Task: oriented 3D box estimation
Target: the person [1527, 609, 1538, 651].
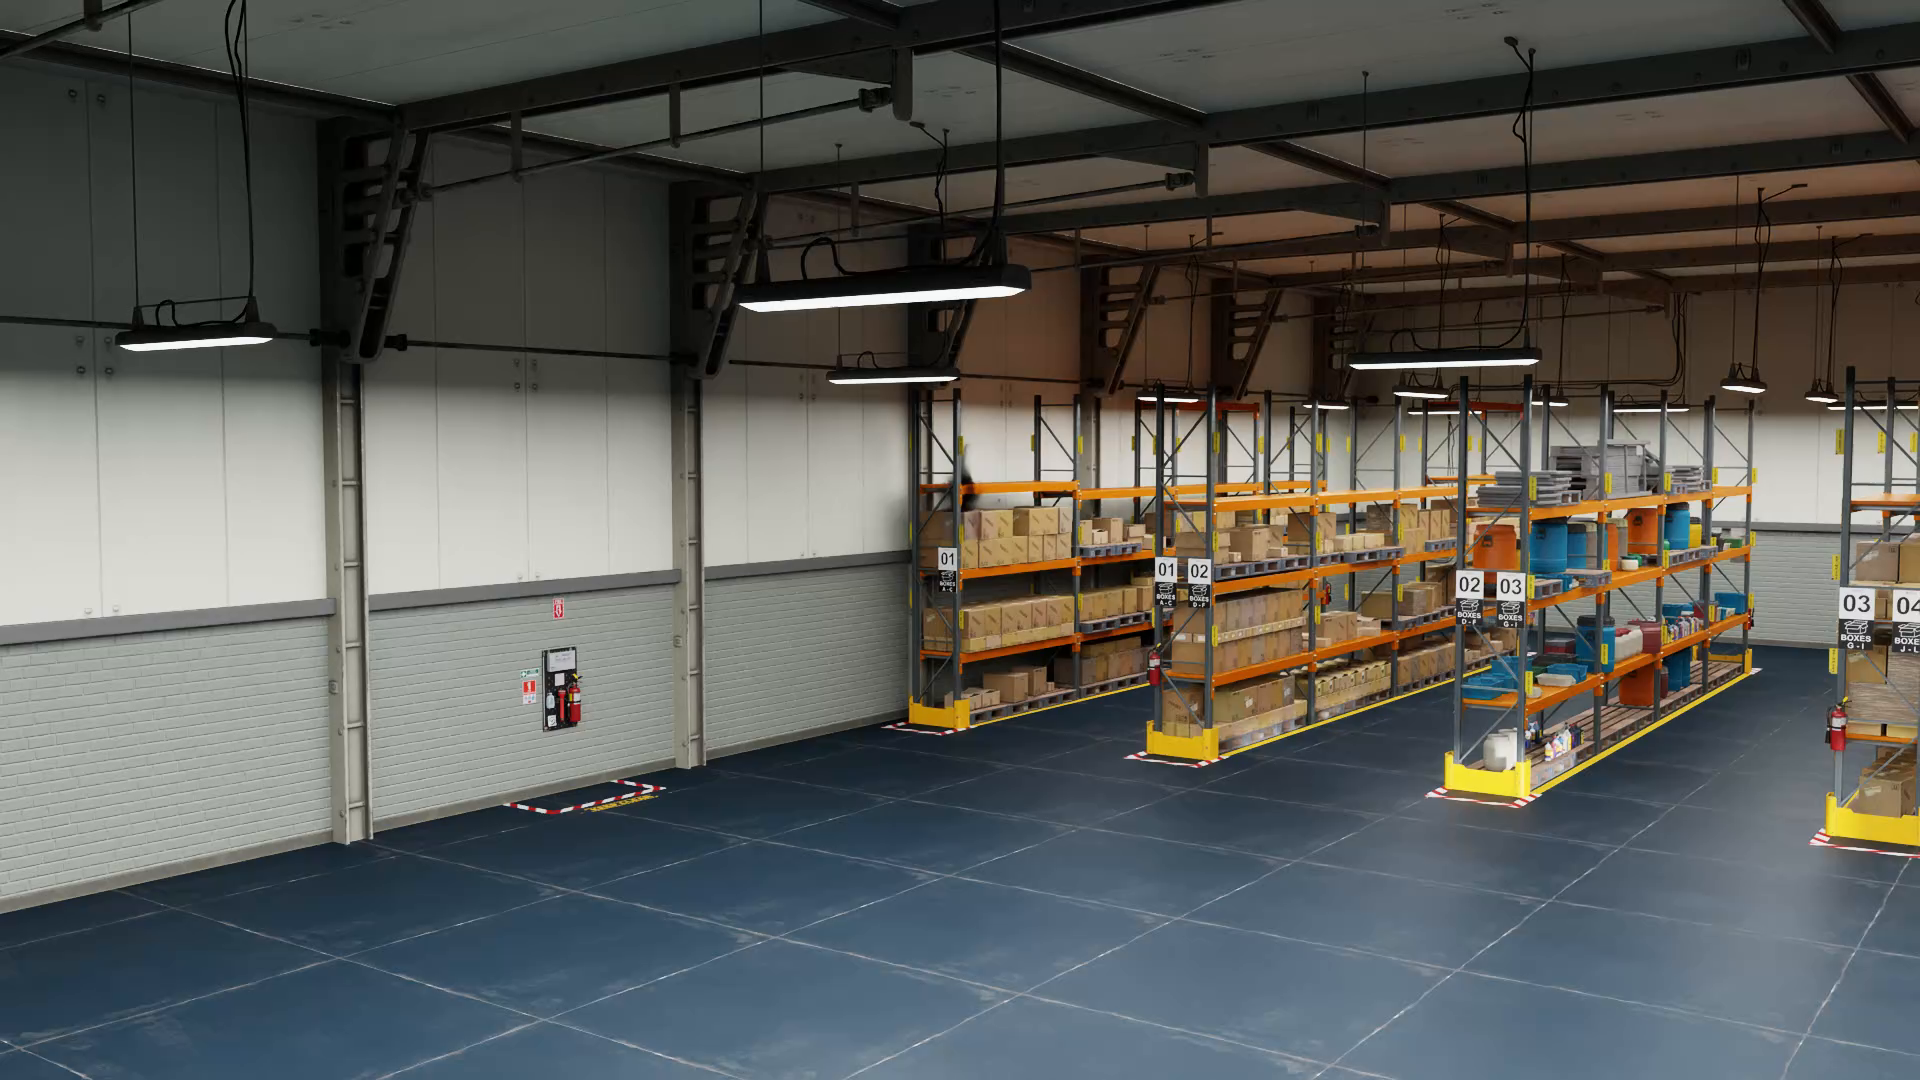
[{"bbox_3d":[13.795,1.981,40.493,0.545,1.410,0.795,0,3,-7],"label":"person"}]
